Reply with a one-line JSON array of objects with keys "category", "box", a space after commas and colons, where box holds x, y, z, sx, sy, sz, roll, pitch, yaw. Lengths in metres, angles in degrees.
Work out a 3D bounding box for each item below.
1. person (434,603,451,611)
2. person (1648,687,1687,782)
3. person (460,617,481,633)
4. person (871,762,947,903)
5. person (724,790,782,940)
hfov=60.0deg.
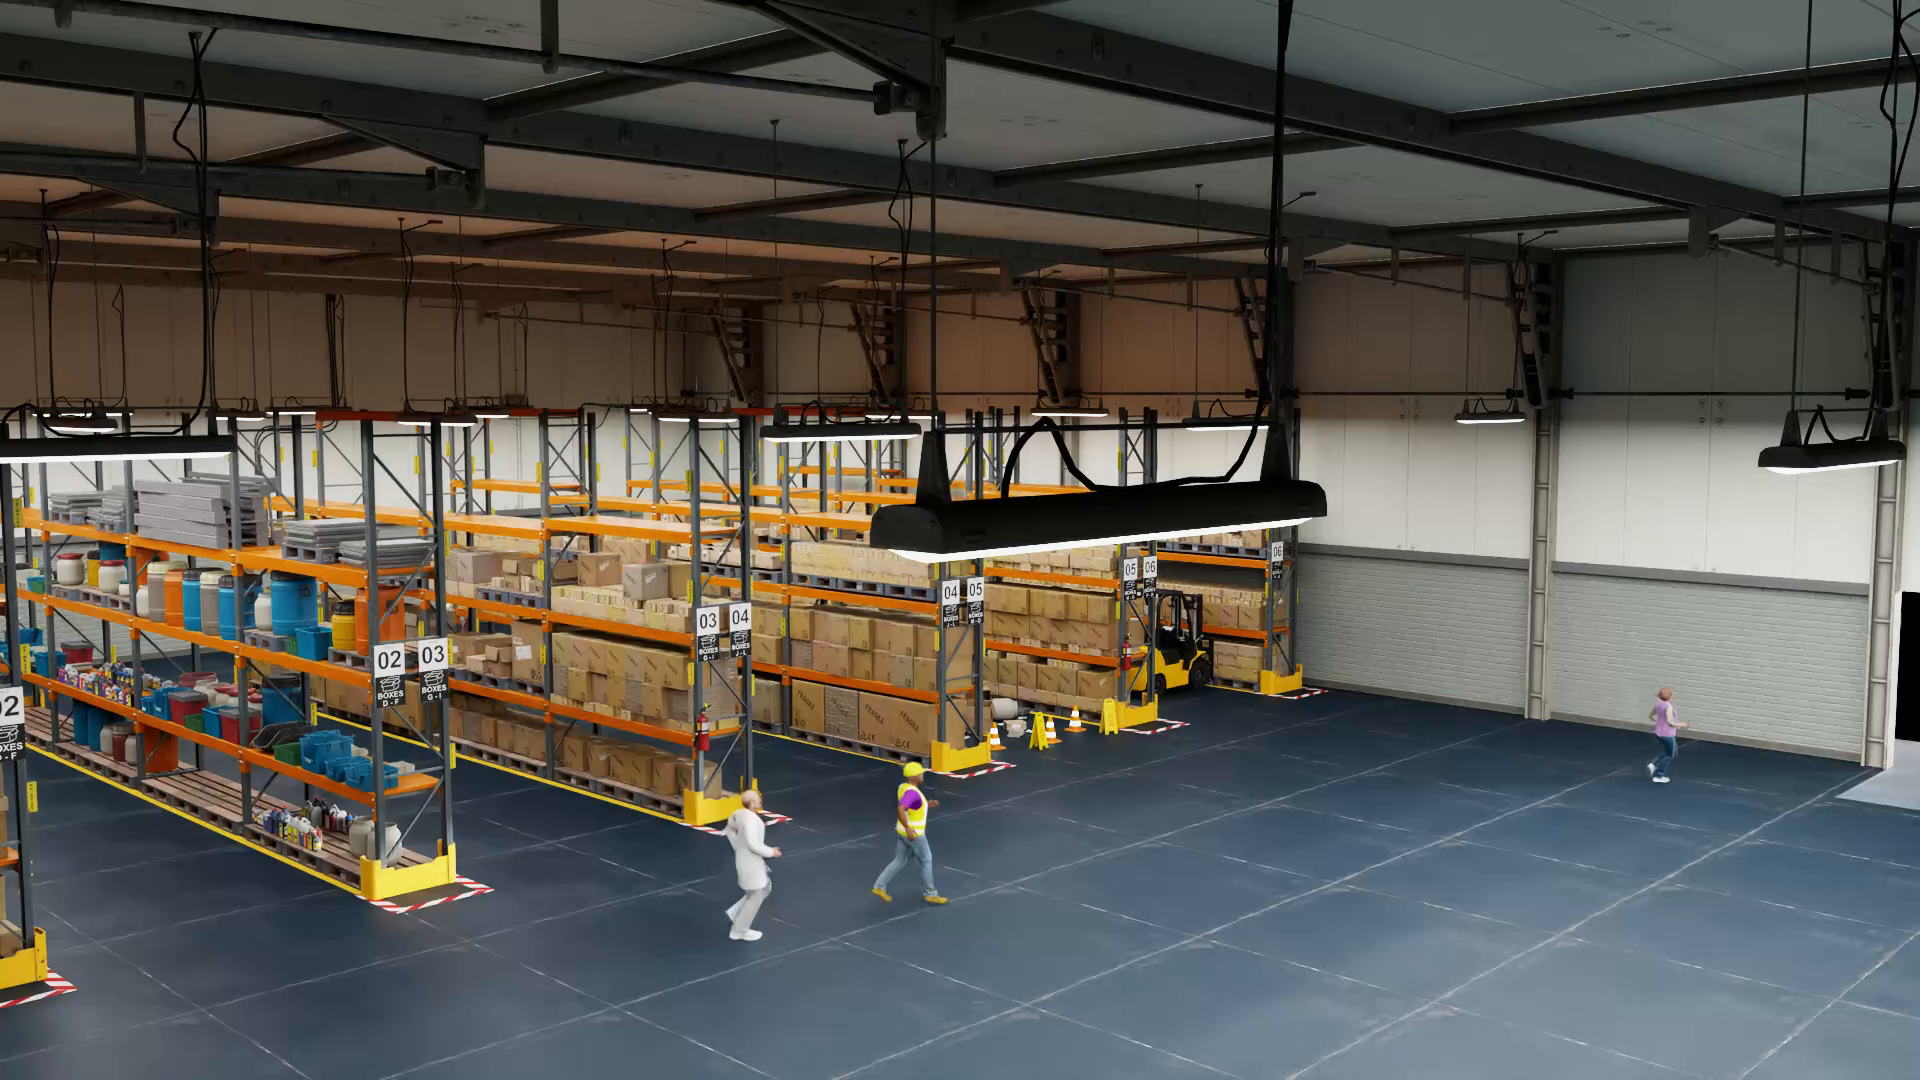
[{"category": "person", "box": [-12.341, 2.019, 39.626, 0.613, 1.684, 0.786, 3, 6, 30]}, {"category": "person", "box": [11.496, 3.157, 27.001, 0.536, 1.556, 0.526, 0, 5, -3]}, {"category": "person", "box": [-11.949, 1.892, 40.754, 0.897, 1.689, 0.582, -4, 7, -41]}, {"category": "person", "box": [-0.617, 3.610, 20.416, 0.963, 1.775, 0.689, -2, 5, -22]}, {"category": "person", "box": [-2.388, 3.755, 19.250, 0.618, 1.744, 0.716, -2, 5, -19]}]
